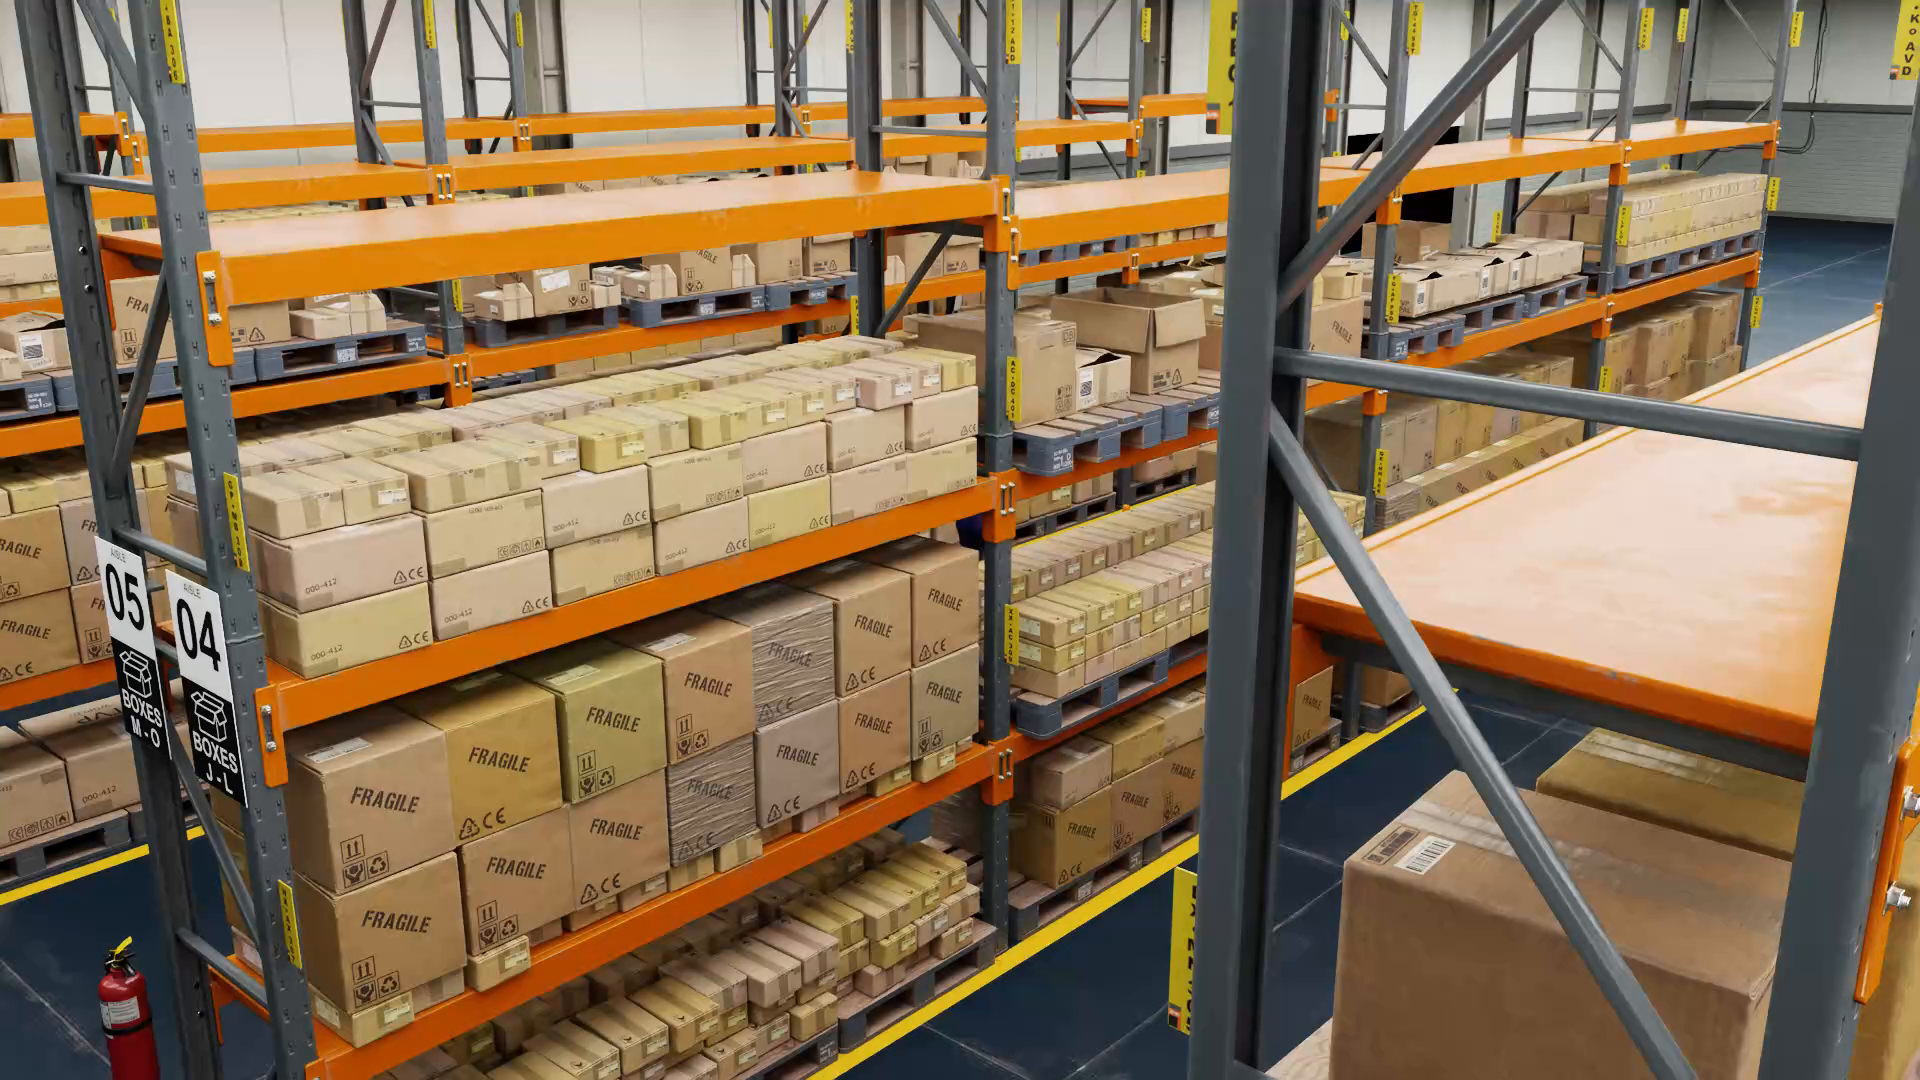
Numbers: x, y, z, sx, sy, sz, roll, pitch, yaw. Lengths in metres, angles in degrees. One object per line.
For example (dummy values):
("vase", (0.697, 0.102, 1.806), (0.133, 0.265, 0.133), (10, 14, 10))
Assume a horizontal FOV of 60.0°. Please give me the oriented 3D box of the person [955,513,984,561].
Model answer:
("person", (0.189, -0.165, 14.770), (0.532, 1.654, 0.368), (13, 21, 36))
